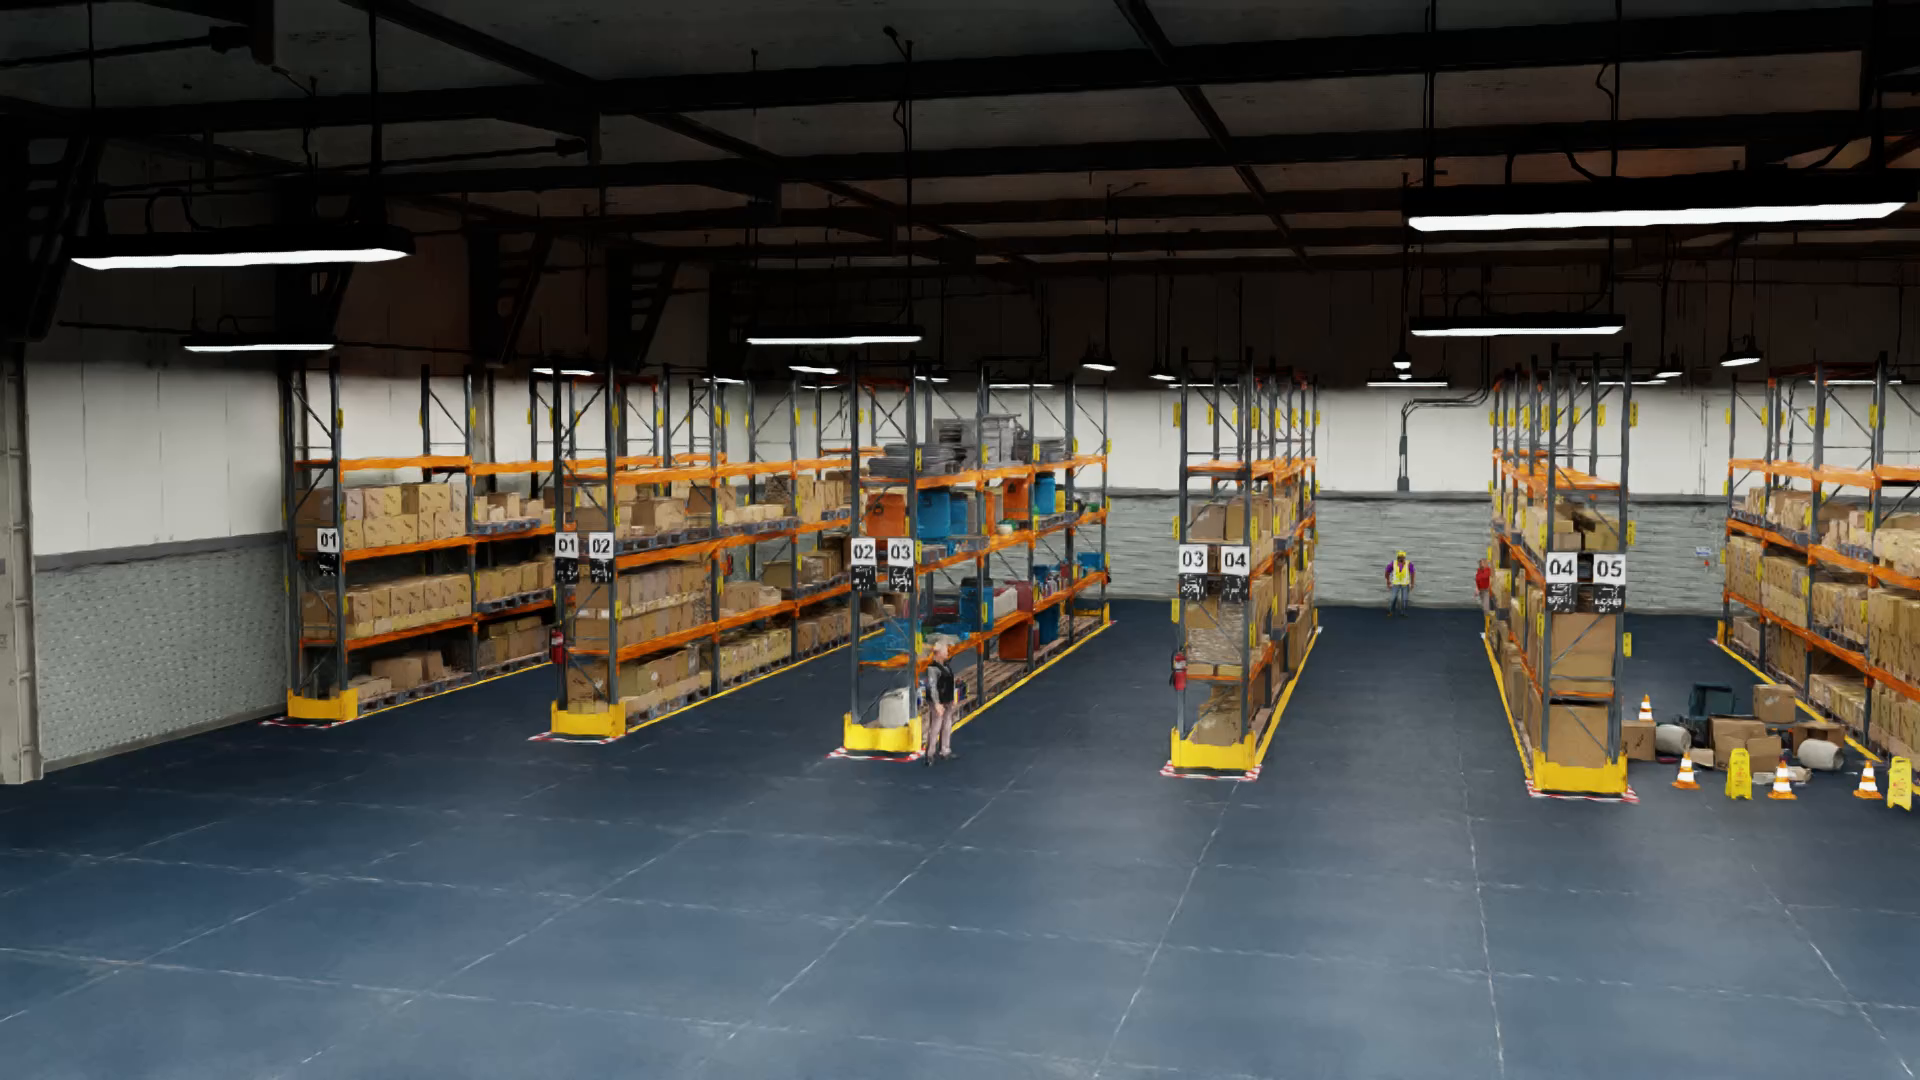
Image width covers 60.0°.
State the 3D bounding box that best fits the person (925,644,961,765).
[{"bbox_3d":[-0.275,2.356,24.091,0.385,1.727,0.687,2,5,26],"label":"person"}]

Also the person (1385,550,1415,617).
[{"bbox_3d":[11.020,1.098,41.639,0.719,1.714,0.578,1,4,13],"label":"person"}]

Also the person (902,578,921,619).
[{"bbox_3d":[-1.125,1.357,38.628,0.458,1.612,1.018,1,4,14],"label":"person"}]

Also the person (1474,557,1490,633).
[{"bbox_3d":[12.402,1.286,39.101,0.521,1.756,0.638,-2,4,-20],"label":"person"}]
